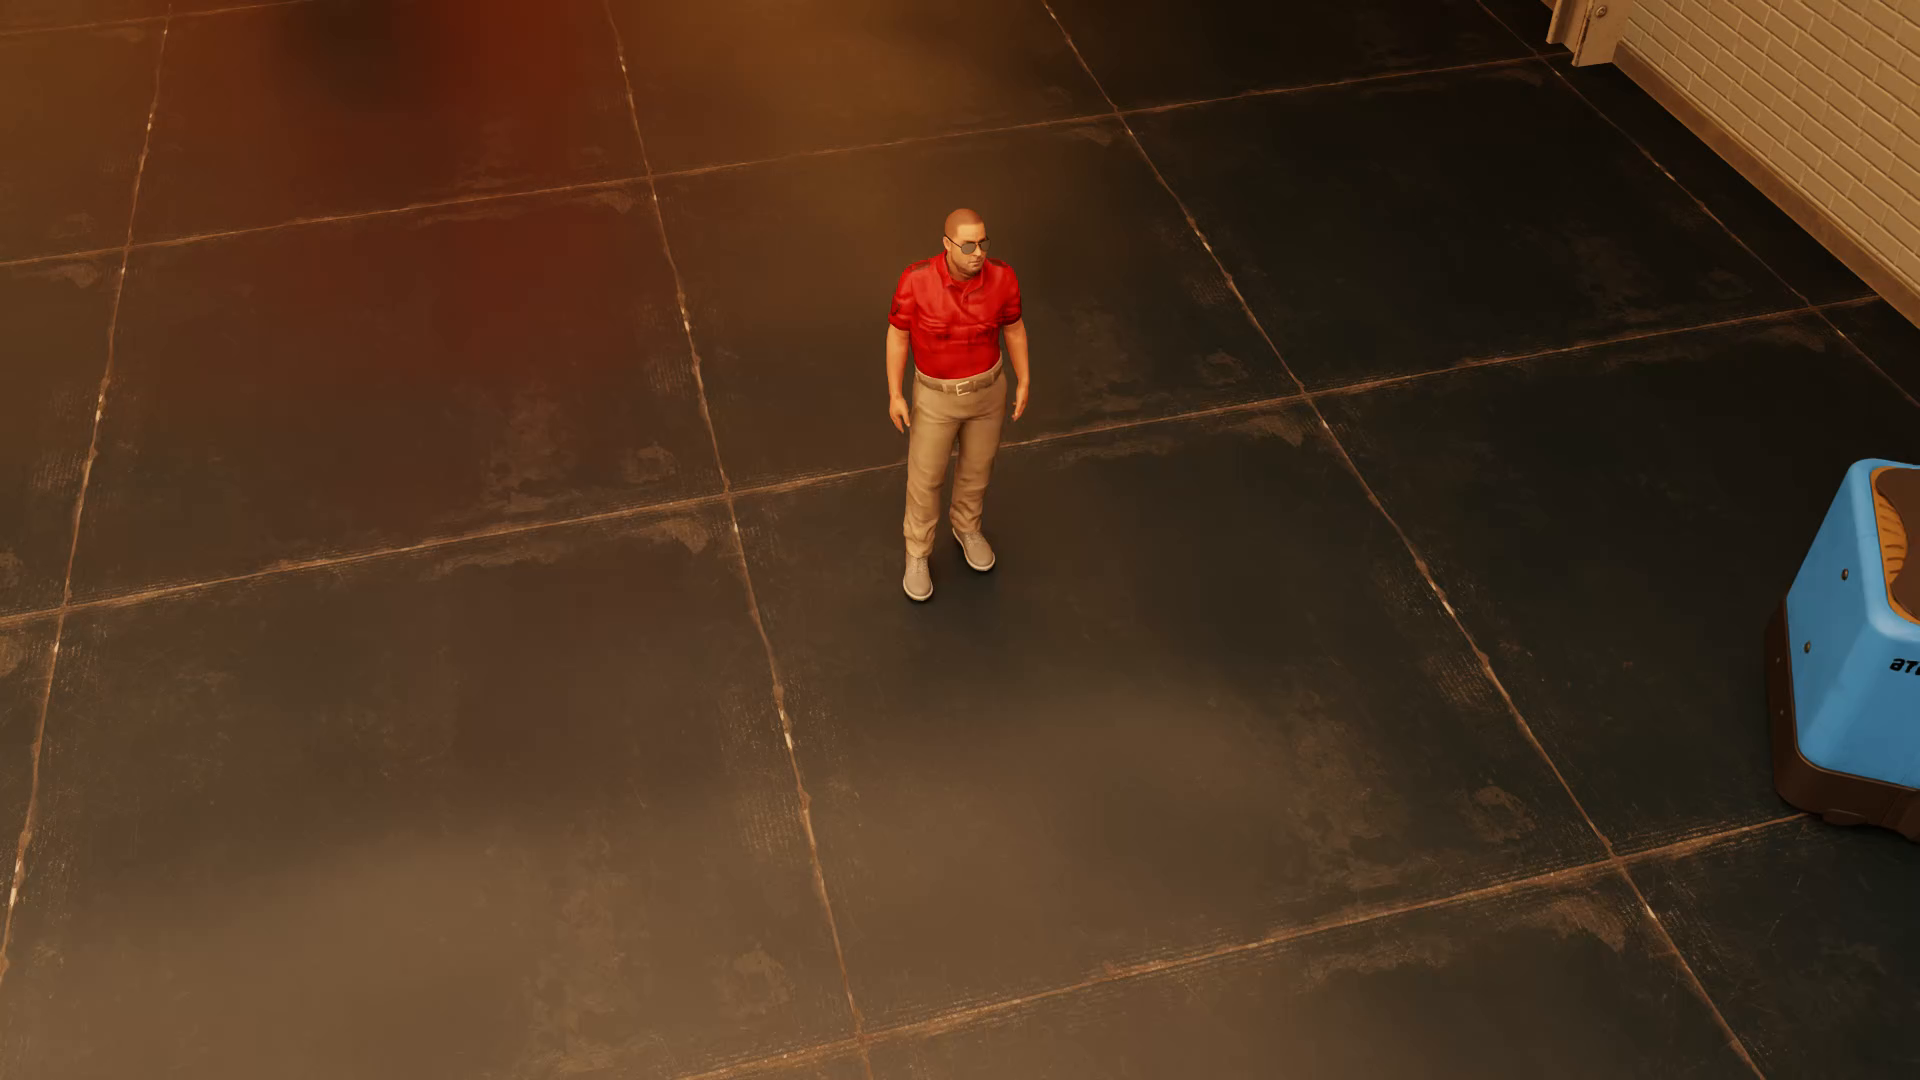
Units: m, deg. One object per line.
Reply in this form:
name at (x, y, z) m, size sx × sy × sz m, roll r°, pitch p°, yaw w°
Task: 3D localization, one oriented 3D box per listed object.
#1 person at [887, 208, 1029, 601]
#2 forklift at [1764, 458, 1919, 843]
person at (0.012, -0.572, 7.114) m, size 0.641 × 1.727 × 0.550 m, roll -10°, pitch 44°, yaw -11°
forklift at (4.825, -0.014, 5.660) m, size 3.031 × 2.935 × 1.130 m, roll 12°, pitch 45°, yaw 12°
